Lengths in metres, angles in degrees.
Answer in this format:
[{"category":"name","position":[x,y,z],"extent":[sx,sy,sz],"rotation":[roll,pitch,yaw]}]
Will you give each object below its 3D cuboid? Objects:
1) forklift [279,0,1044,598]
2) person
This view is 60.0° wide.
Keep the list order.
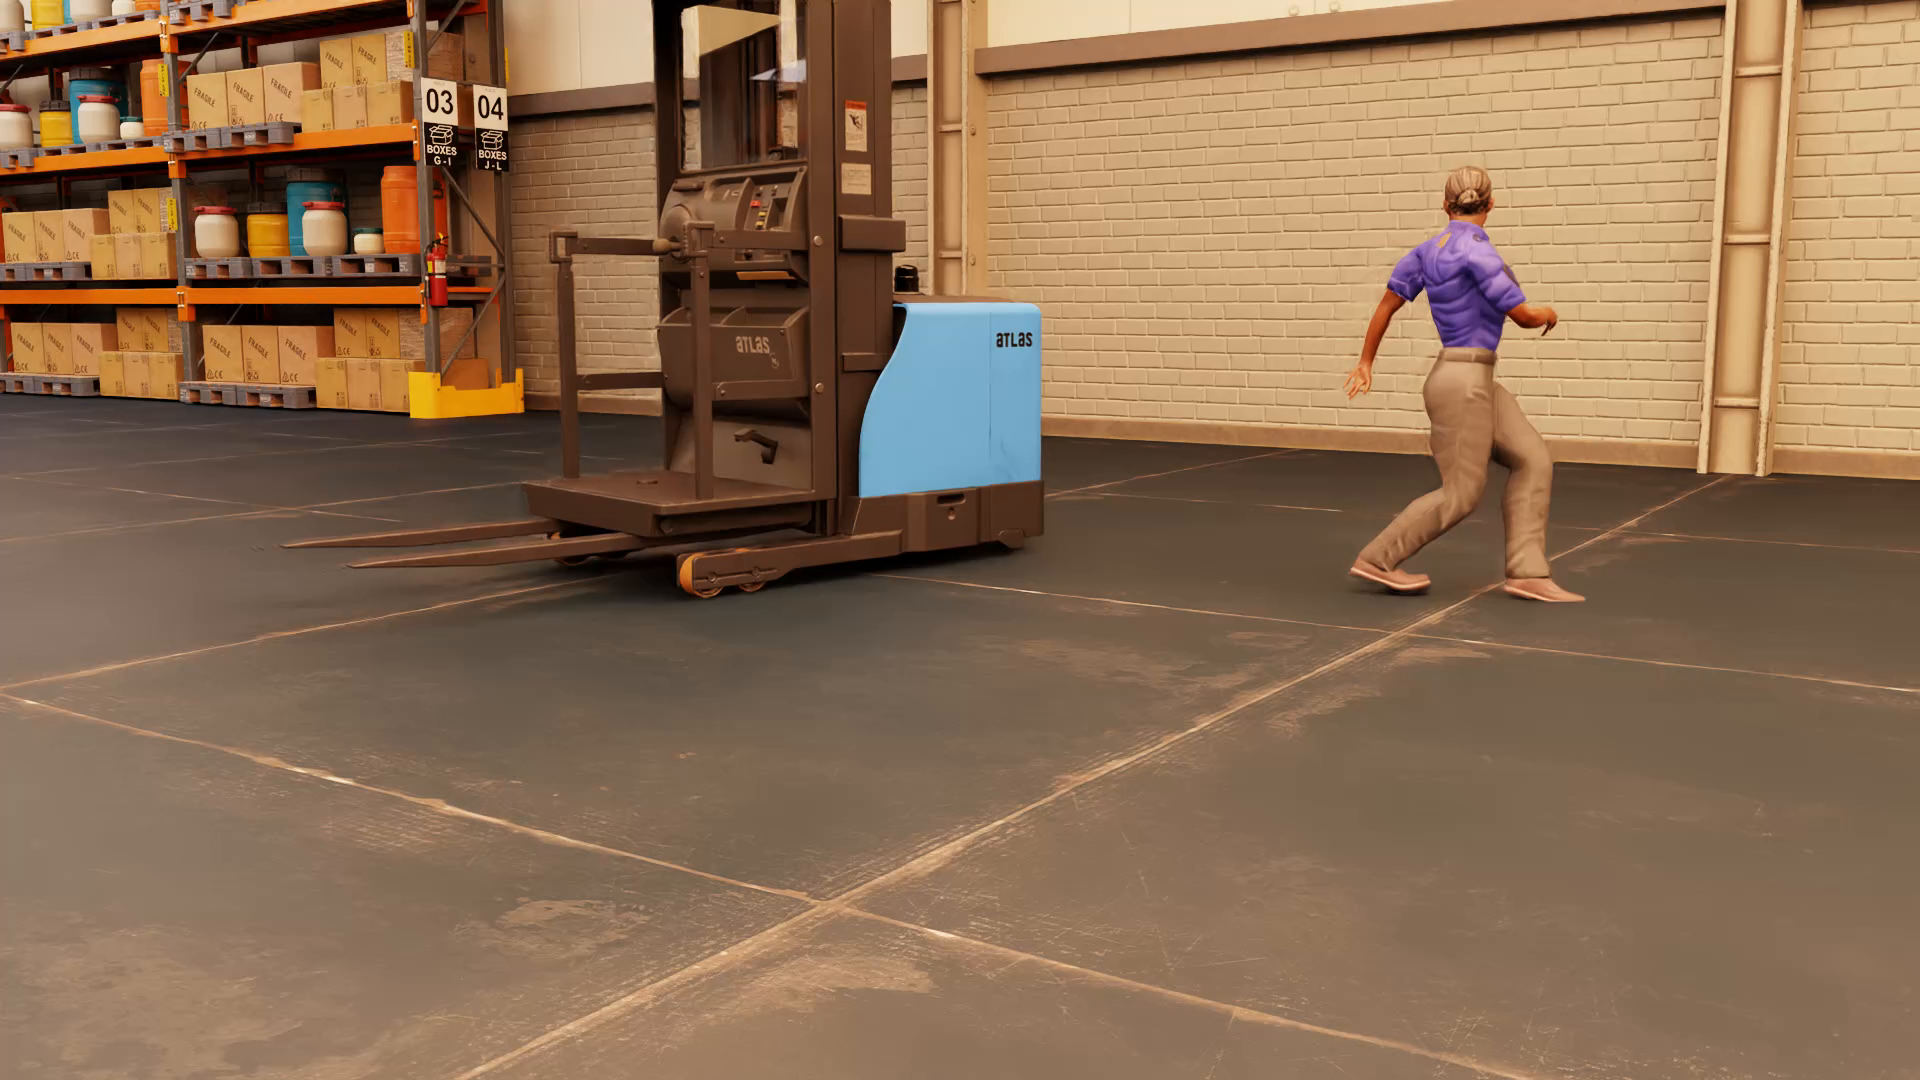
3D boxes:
[{"category":"forklift","position":[-1.068,-1.320,6.478],"extent":[3.031,2.935,1.130],"rotation":[-7,11,-41]},{"category":"person","position":[1.853,-0.554,6.065],"extent":[0.890,1.596,0.470],"rotation":[2,8,13]}]
